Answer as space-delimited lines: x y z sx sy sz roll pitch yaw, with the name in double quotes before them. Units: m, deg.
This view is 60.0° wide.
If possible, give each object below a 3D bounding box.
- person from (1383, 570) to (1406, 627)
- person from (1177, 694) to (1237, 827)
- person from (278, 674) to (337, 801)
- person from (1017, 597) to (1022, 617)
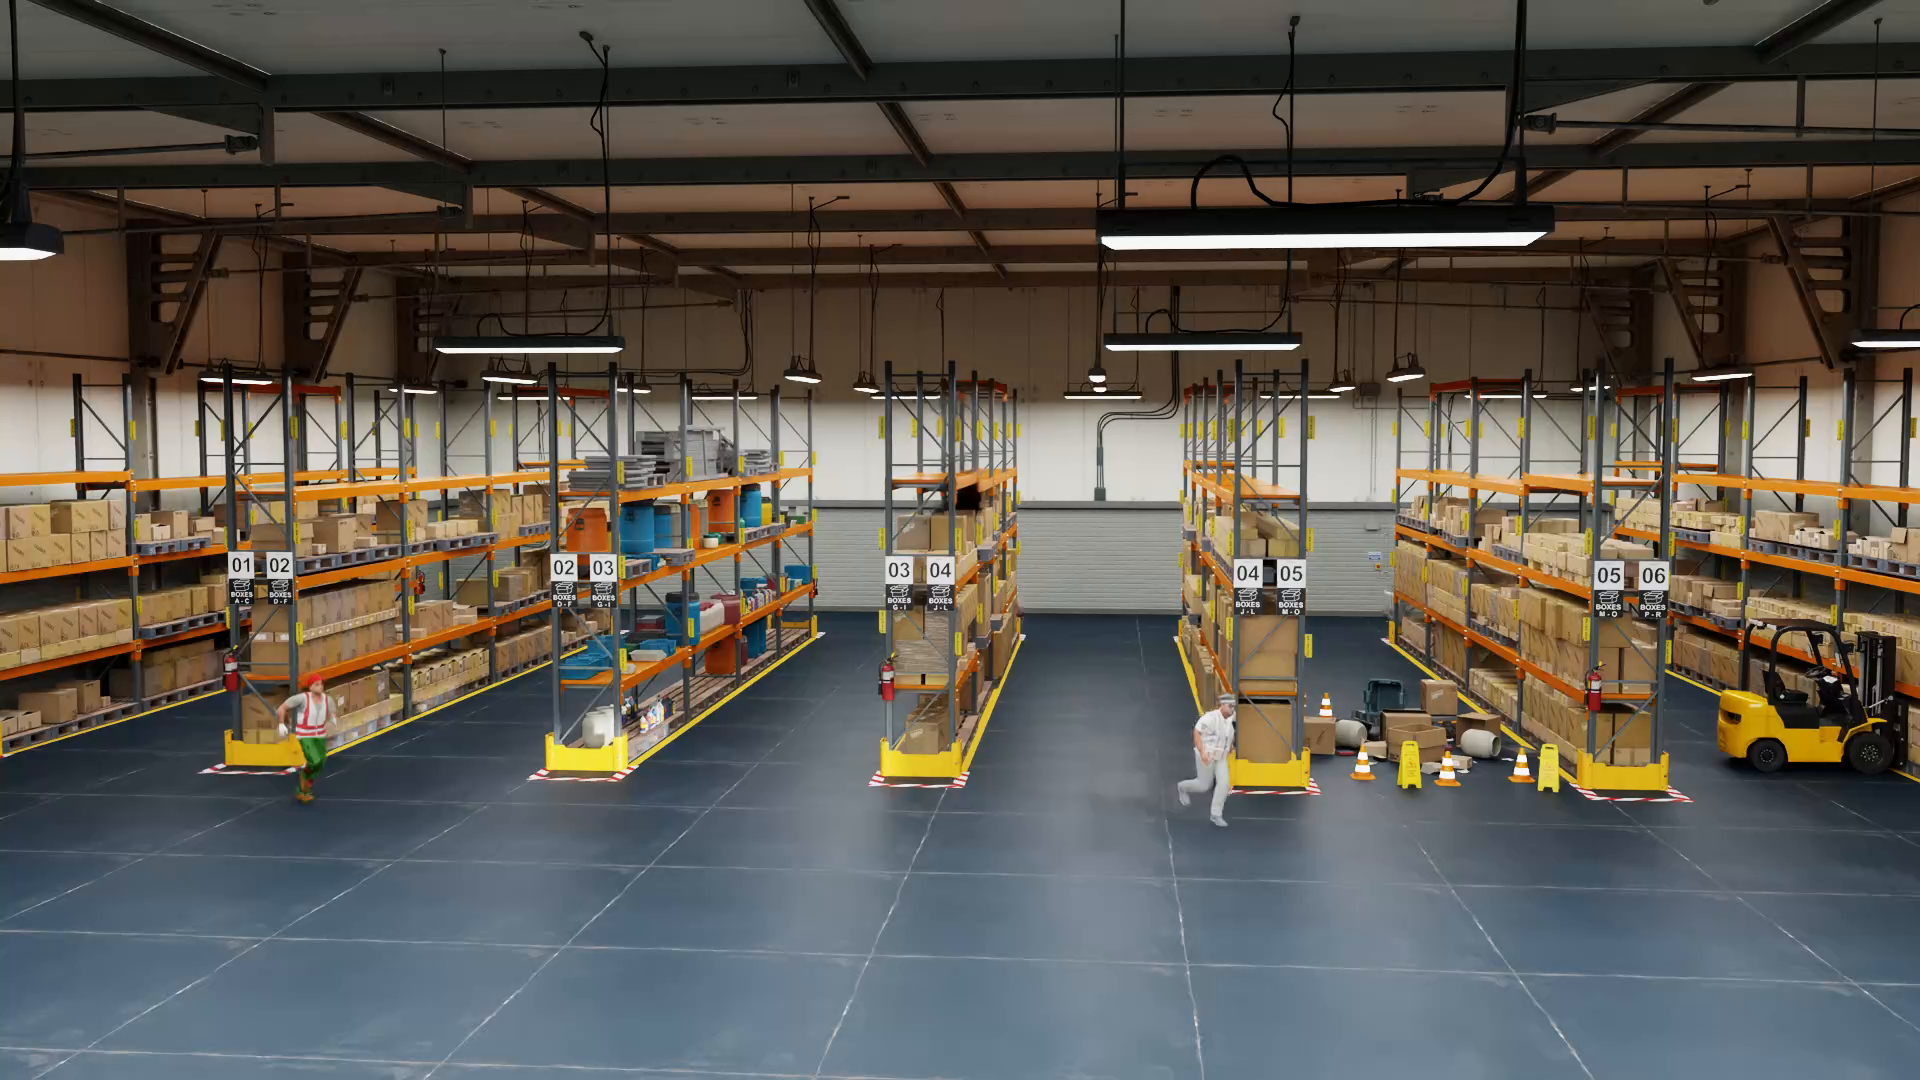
"person" 10.623 1.507 40.280 0.765 1.638 0.642 0 4 6
"person" 3.183 2.782 21.363 0.668 1.720 0.933 -3 5 -41
"person" -8.680 2.661 22.309 0.699 1.727 0.709 3 5 38
"person" 1.259 1.500 41.010 0.512 1.608 0.632 1 4 12
